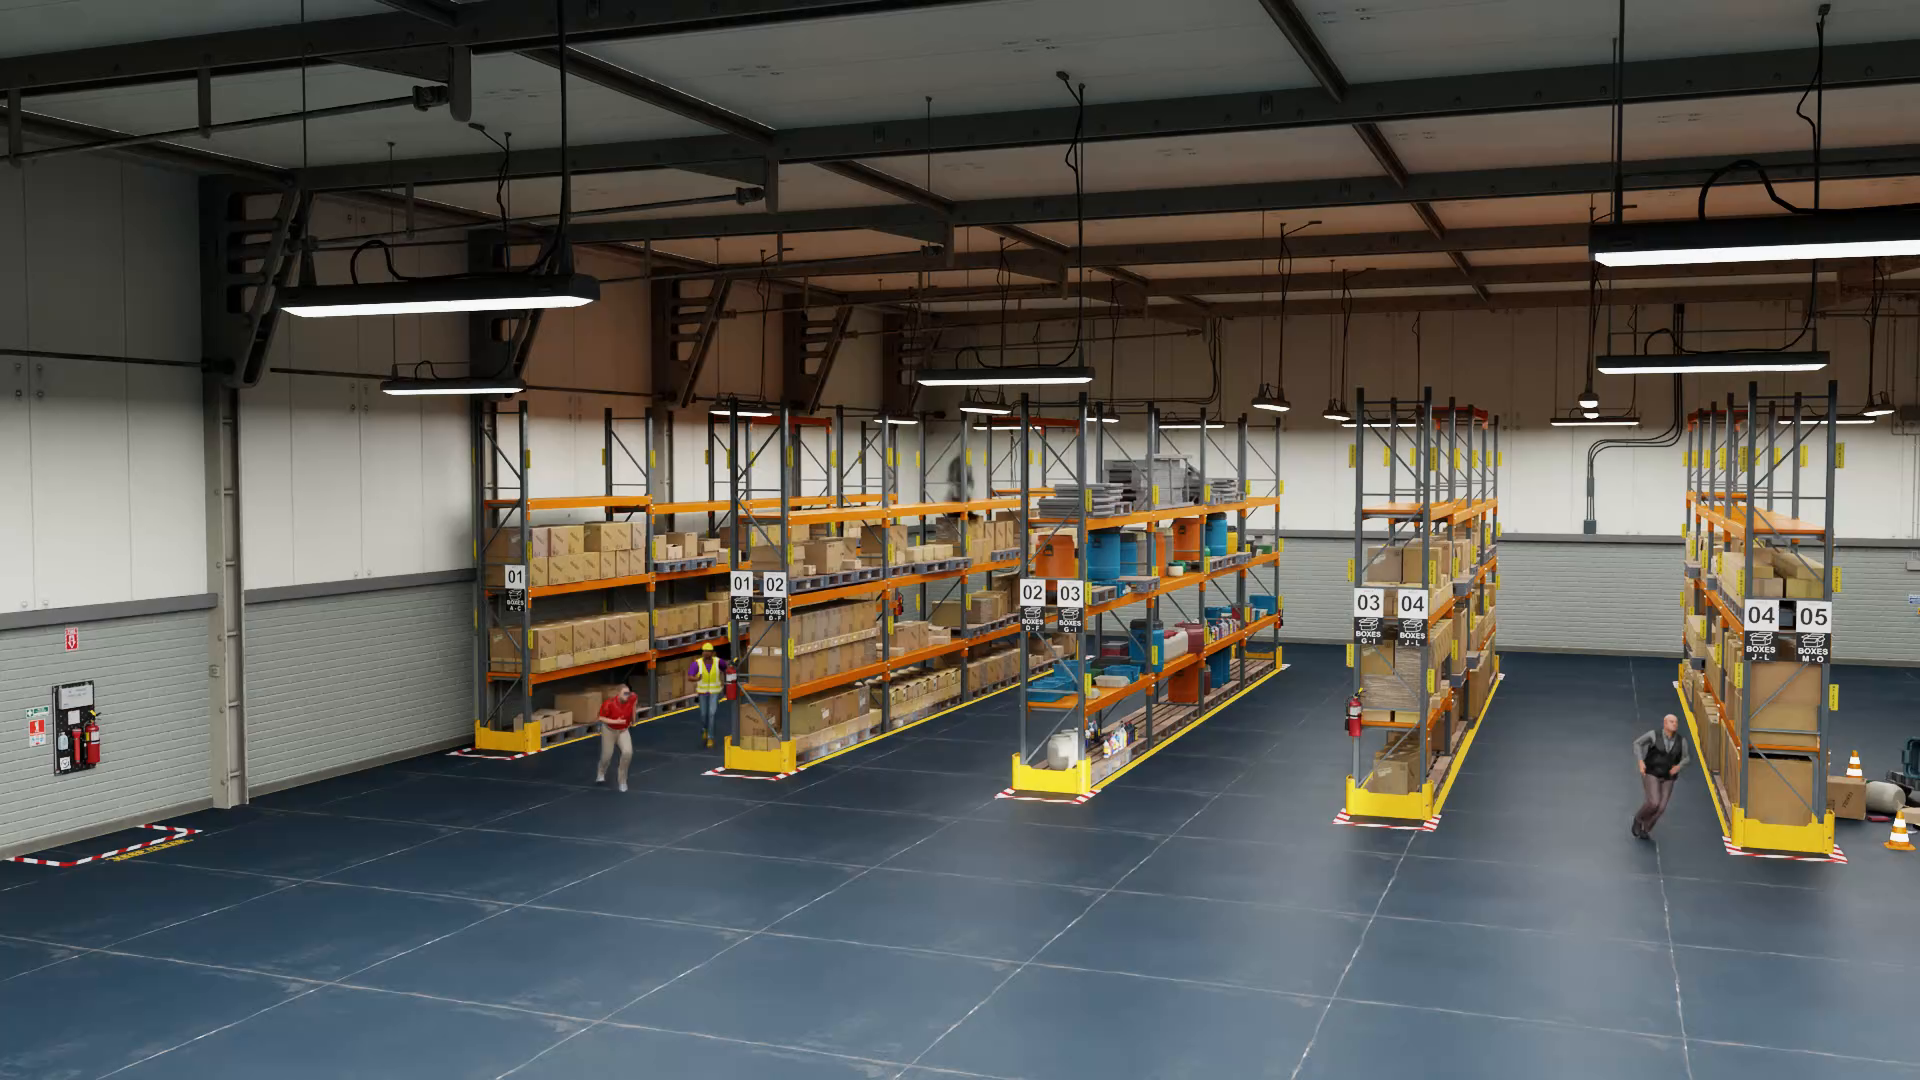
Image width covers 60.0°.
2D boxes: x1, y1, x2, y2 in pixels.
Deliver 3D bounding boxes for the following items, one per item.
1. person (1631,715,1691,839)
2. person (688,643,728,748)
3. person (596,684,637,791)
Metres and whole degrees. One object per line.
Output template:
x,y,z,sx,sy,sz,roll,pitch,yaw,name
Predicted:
9.181,3.107,21.760,0.694,1.663,0.596,0,3,3,person
-4.402,2.677,29.038,0.688,1.780,0.950,0,3,-6,person
-5.240,2.996,25.289,0.689,1.686,1.021,-2,3,-37,person
